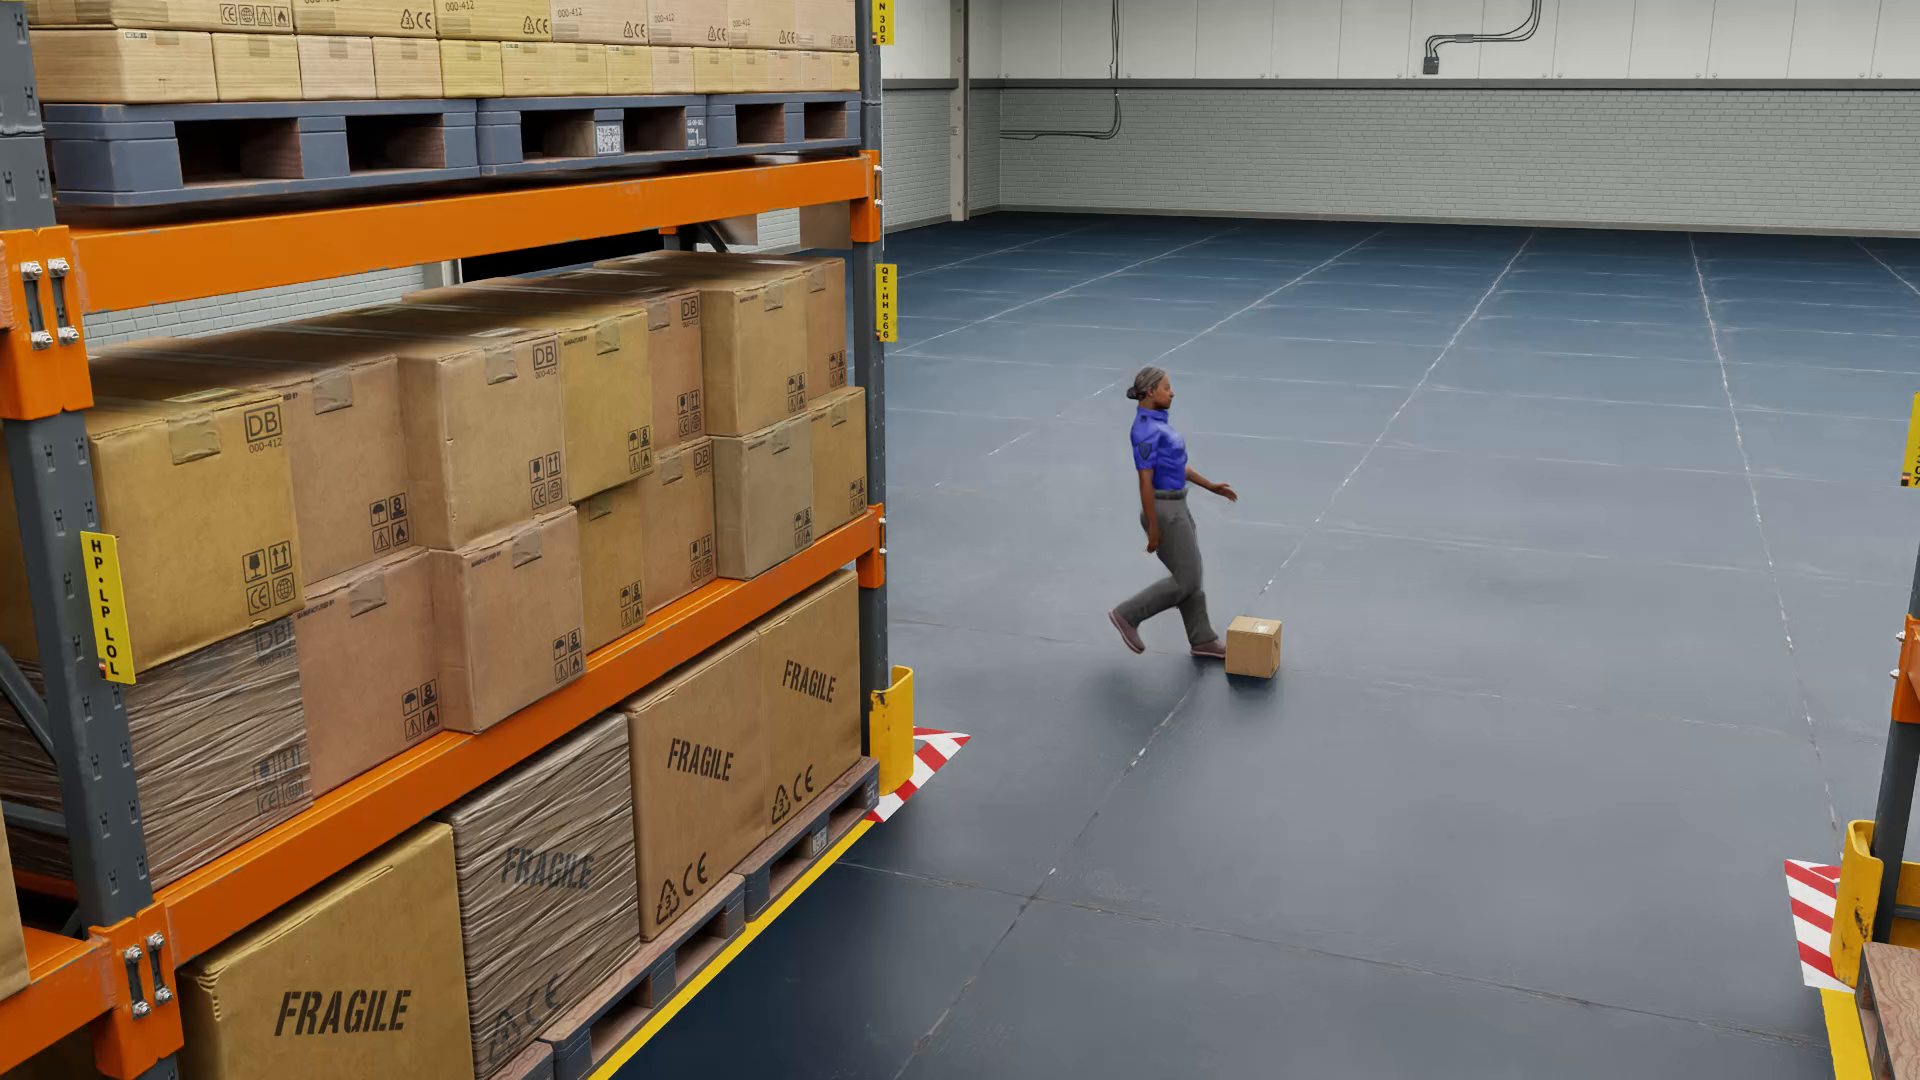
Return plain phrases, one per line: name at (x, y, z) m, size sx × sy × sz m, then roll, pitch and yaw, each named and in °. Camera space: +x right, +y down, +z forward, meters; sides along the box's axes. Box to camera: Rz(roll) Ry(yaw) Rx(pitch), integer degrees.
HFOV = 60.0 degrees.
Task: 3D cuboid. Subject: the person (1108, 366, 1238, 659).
person at (1.201, -0.133, 9.037) m, size 0.743 × 1.609 × 0.525 m, roll 3°, pitch 16°, yaw 11°
